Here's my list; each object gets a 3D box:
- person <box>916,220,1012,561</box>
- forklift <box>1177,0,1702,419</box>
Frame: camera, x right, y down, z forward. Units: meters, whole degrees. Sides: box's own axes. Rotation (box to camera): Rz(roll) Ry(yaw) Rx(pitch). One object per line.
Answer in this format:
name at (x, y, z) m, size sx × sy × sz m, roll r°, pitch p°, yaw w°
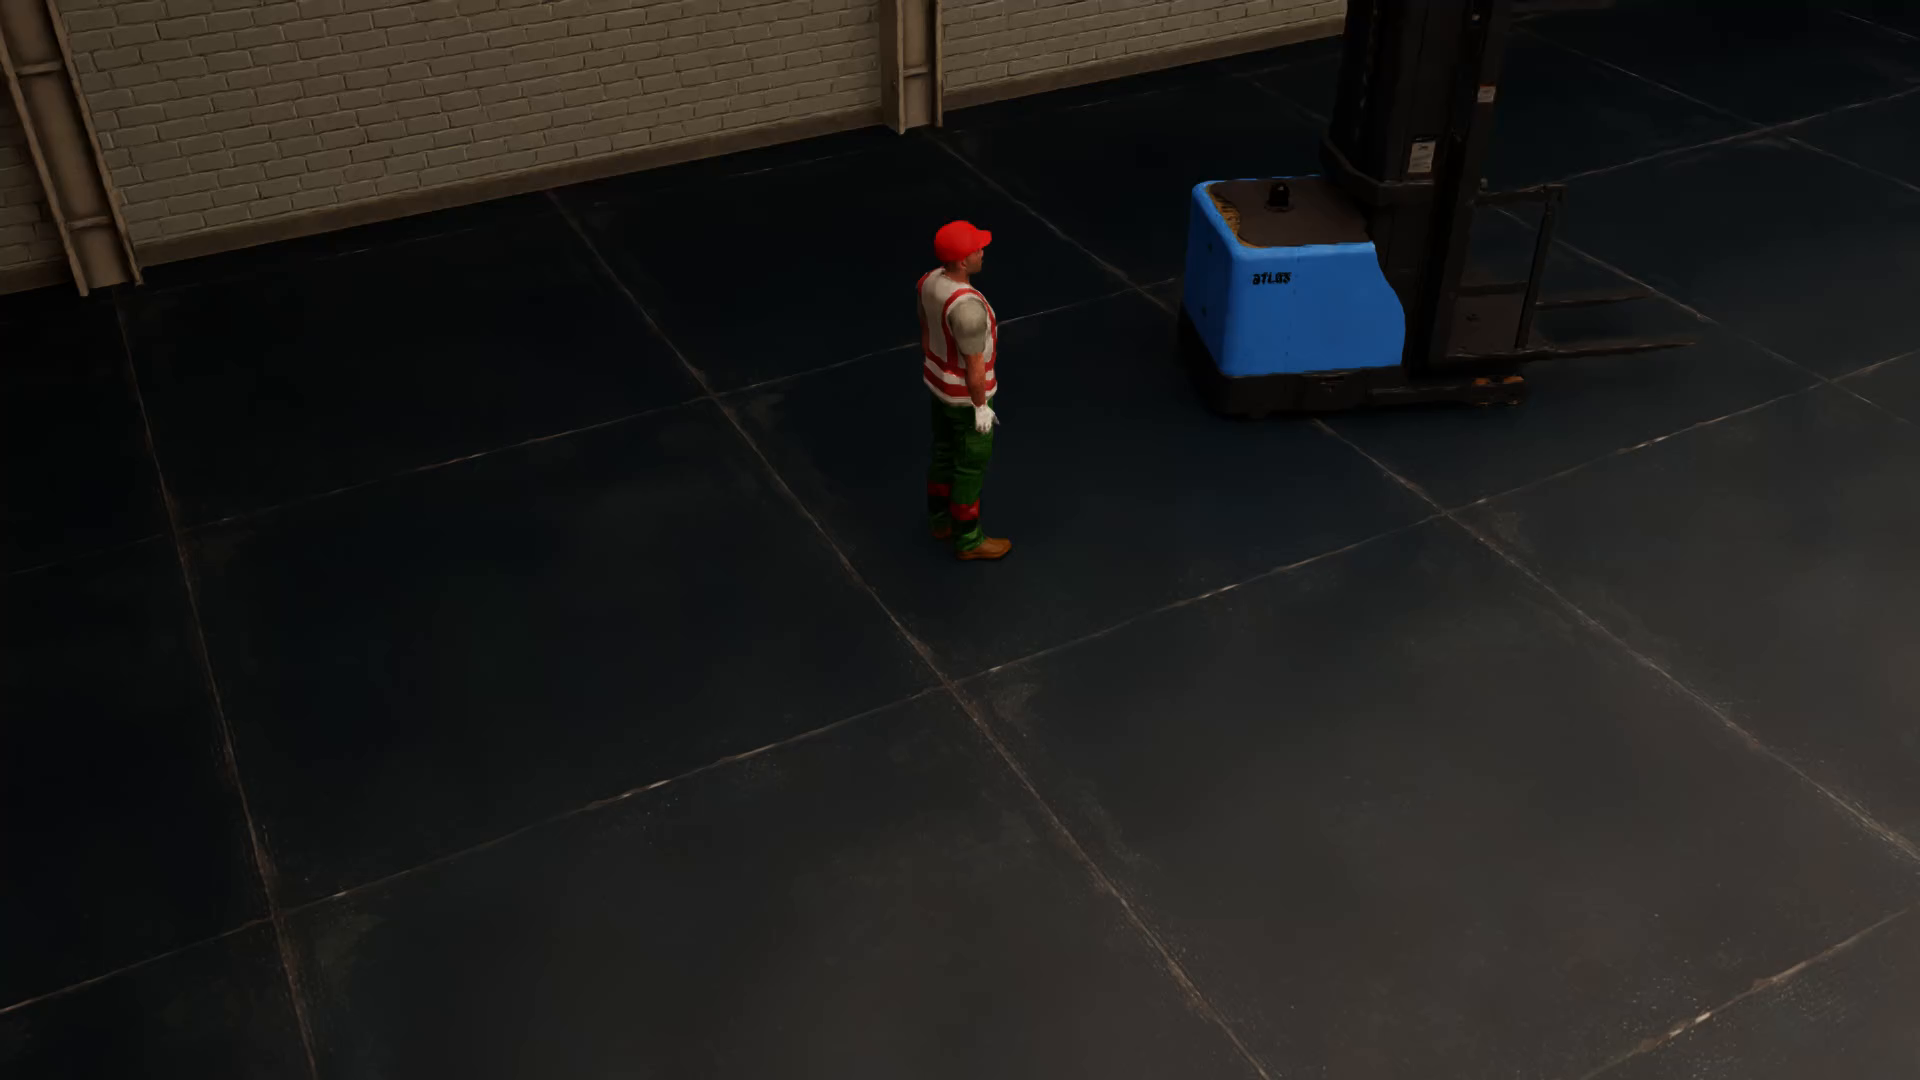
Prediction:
person at (0.018, -0.738, 8.154) m, size 0.349 × 1.795 × 0.540 m, roll -17°, pitch 39°, yaw -23°
forklift at (2.907, -2.279, 9.347) m, size 3.031 × 2.935 × 1.130 m, roll -5°, pitch 36°, yaw -7°
